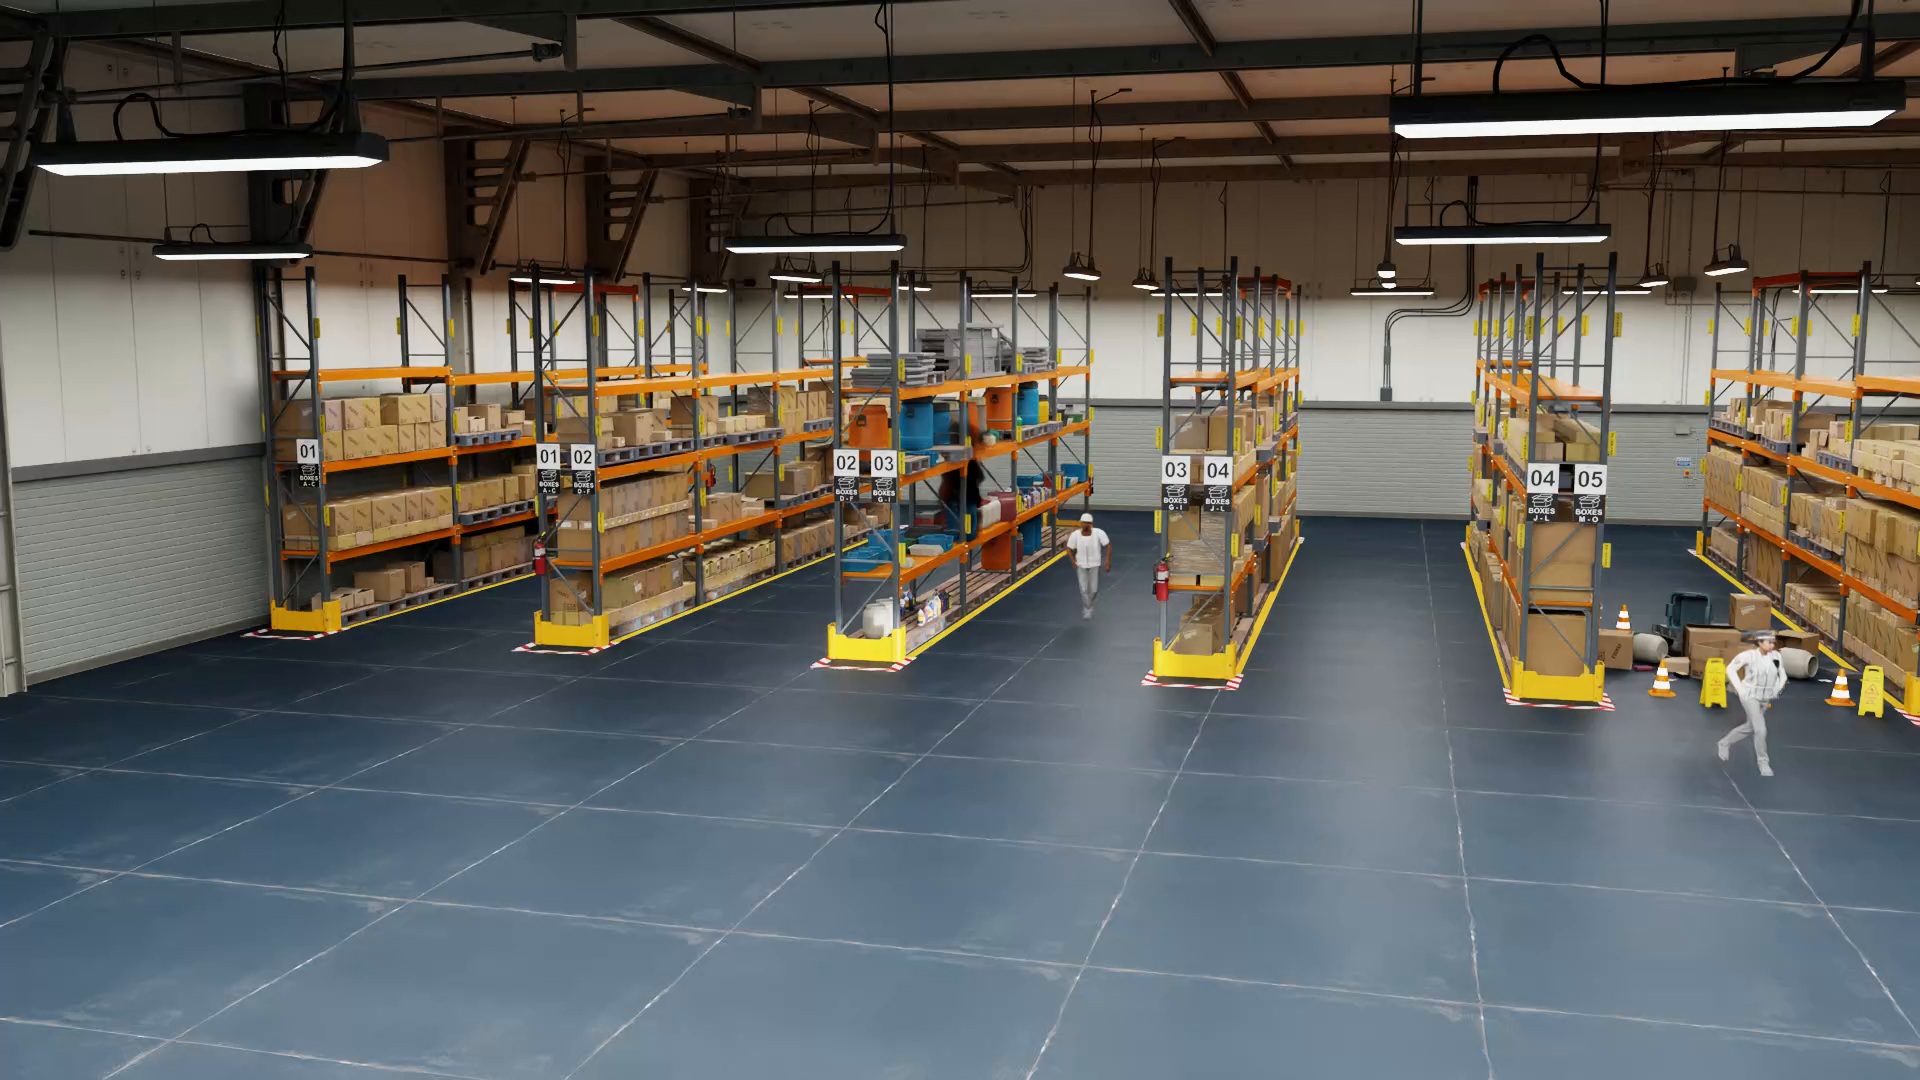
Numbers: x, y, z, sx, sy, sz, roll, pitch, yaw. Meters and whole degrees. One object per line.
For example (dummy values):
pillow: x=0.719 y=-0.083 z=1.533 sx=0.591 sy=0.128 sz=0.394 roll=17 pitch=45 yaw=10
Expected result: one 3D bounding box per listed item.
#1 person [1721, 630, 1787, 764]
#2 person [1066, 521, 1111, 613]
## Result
person: x=9.009 y=1.747 z=18.923 sx=0.563 sy=1.560 sz=0.718 roll=-2 pitch=7 yaw=-13
person: x=2.096 y=0.459 z=27.131 sx=0.733 sy=1.541 sz=0.462 roll=1 pitch=7 yaw=4
